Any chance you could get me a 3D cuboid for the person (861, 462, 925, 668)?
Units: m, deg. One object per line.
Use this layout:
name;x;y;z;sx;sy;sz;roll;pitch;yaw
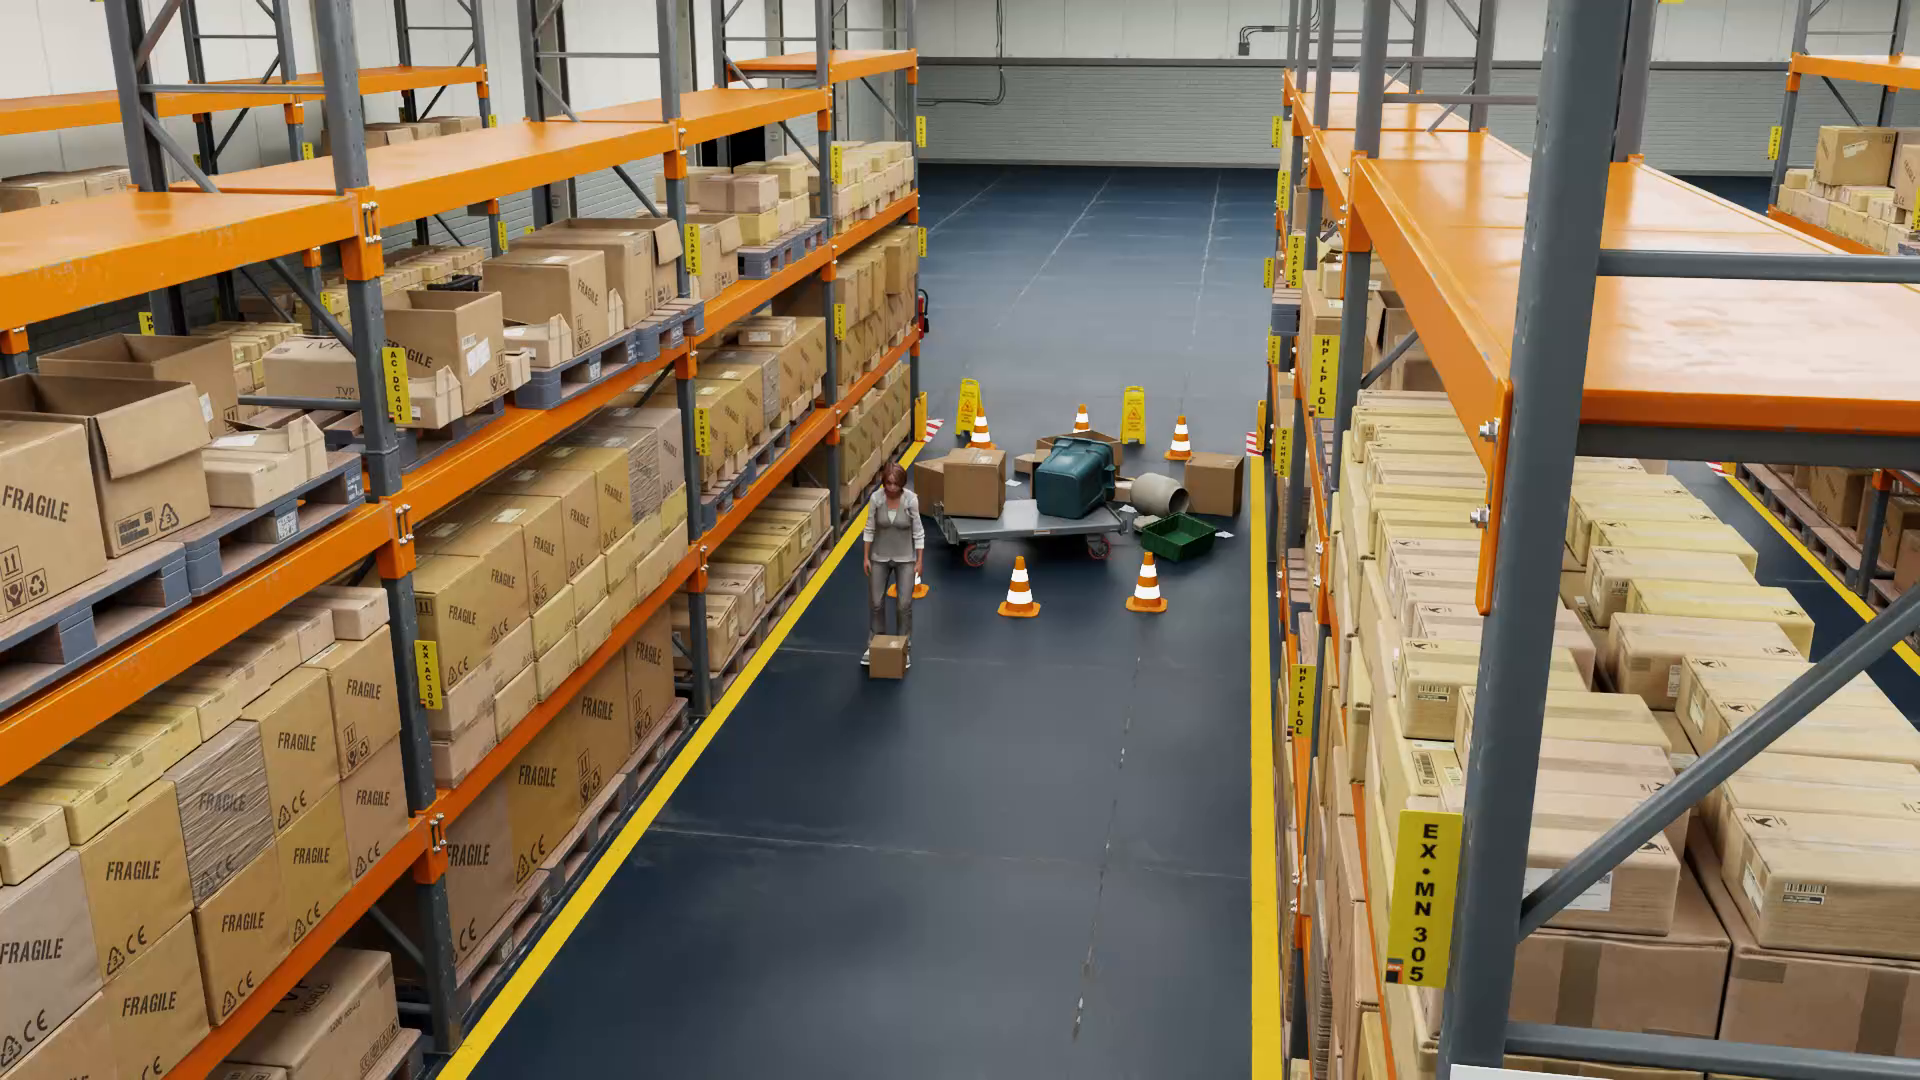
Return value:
person;-0.510;0.176;12.541;0.482;1.591;0.378;2;18;5
